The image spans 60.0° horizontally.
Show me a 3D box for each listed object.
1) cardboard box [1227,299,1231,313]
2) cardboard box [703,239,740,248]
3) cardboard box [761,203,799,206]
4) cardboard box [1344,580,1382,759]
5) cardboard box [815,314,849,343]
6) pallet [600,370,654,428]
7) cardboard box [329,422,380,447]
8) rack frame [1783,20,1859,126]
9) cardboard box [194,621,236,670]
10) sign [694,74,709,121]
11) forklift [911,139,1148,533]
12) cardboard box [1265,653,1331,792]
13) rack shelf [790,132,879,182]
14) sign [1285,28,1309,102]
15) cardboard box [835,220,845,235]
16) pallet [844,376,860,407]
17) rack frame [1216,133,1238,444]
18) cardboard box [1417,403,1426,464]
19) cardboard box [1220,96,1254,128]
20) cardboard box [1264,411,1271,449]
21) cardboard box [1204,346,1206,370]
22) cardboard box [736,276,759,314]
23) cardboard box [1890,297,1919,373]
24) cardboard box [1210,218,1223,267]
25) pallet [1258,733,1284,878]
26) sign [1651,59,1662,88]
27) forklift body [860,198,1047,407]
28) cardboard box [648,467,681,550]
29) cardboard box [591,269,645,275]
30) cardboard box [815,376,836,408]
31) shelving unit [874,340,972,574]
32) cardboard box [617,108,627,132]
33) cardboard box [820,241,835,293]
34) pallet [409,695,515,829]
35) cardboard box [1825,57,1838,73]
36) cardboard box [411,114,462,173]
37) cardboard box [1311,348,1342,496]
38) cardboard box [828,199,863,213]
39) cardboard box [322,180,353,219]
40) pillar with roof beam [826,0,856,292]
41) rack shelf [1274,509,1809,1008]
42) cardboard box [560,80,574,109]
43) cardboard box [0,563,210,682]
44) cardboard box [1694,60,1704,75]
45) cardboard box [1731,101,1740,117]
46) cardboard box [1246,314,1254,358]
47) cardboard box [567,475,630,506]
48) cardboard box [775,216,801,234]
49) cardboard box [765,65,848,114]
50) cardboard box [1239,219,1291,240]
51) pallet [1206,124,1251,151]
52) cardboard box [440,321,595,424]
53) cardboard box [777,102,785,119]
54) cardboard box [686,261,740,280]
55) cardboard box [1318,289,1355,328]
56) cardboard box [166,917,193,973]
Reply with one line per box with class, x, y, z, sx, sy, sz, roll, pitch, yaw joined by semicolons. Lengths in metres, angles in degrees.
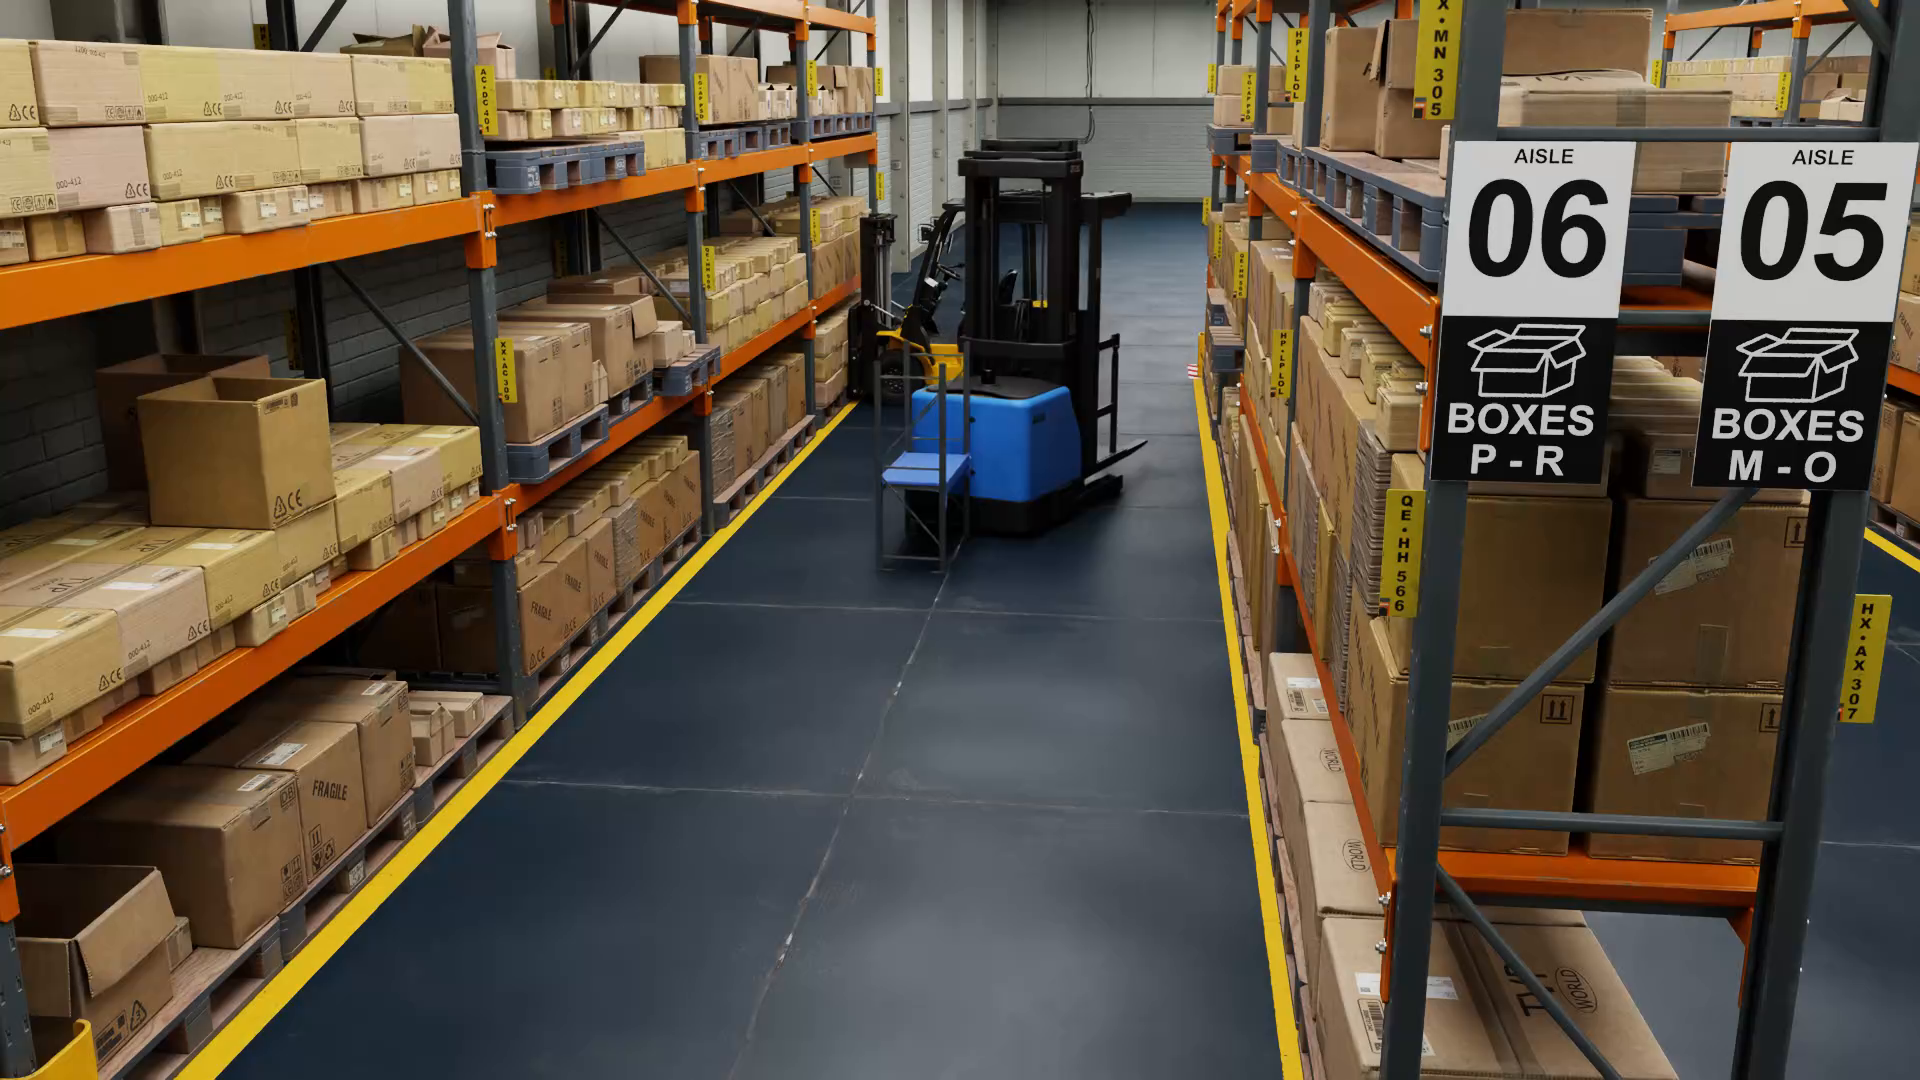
cardboard box;2.438;-1.995;13.970;0.380;0.149;0.250;2;15;8
cardboard box;-2.279;-2.738;15.609;0.380;0.149;0.250;1;15;4
cardboard box;-1.996;-3.658;18.438;0.380;0.149;0.250;1;15;5
cardboard box;1.498;0.417;5.183;0.500;0.500;0.500;1;15;5
cardboard box;-1.465;-2.266;17.843;0.500;0.250;0.500;2;15;8
pallet;-2.610;-0.895;10.594;1.003;0.211;1.213;2;15;6
cardboard box;-3.171;-0.406;8.133;0.500;0.250;0.500;2;15;6
rack frame;7.919;-5.161;14.509;1.000;3.000;0.127;2;15;6
cardboard box;-2.896;0.357;6.076;0.380;0.149;0.250;2;15;7
sign;-1.856;-3.173;11.915;0.100;0.325;0.005;2;15;6
forklift;0.728;-1.803;13.715;1.130;2.935;3.031;8;17;26
cardboard box;1.909;0.884;7.750;0.875;0.438;0.875;1;15;5
rack shelf;-1.718;-4.149;17.892;1.077;0.370;4.000;2;15;6
sign;1.546;-2.173;7.611;0.100;0.325;0.005;2;15;6
cardboard box;-1.452;-3.367;17.932;0.380;0.149;0.250;1;15;5
pallet;-1.677;-1.706;18.567;1.003;0.211;1.213;2;15;6
rack frame;2.989;-2.385;15.734;1.000;3.000;0.127;2;15;6
cardboard box;1.481;-0.282;4.608;0.380;0.149;0.250;2;15;7
cardboard box;2.433;-3.560;13.819;0.500;0.250;0.500;2;15;6
cardboard box;2.021;-0.623;9.509;0.500;0.250;0.500;1;15;5
cardboard box;3.074;-2.096;19.132;0.500;0.250;0.500;2;15;6
cardboard box;-1.968;-2.034;13.768;0.500;0.250;0.500;1;15;5
cardboard box;7.309;-1.530;12.382;0.500;0.500;0.500;2;15;6
cardboard box;3.000;-3.233;18.109;0.500;0.500;0.500;1;15;5
pallet;1.922;1.231;7.704;1.003;0.211;1.213;2;15;6
sign;7.819;-5.229;18.679;0.100;0.325;0.005;2;15;6
forklift body;0.106;-2.612;18.201;2.313;2.155;1.214;2;15;6
cardboard box;-2.296;-0.243;11.798;0.500;0.500;0.500;1;15;5
cardboard box;-2.641;-2.015;12.934;0.380;0.149;0.250;2;15;8
cardboard box;-1.560;-1.521;17.004;0.500;0.250;0.500;2;15;7
shelving unit;-0.260;-0.627;12.109;0.538;1.500;1.048;3;15;9
cardboard box;-2.362;-2.698;10.672;0.380;0.149;0.250;2;15;7
cardboard box;-1.592;-2.821;17.157;0.500;0.500;0.500;2;15;7
pallet;-2.925;1.069;8.304;1.003;0.211;1.213;2;15;6
cardboard box;8.354;-4.444;15.561;0.380;0.149;0.250;2;15;6
cardboard box;-2.652;-1.842;7.697;0.500;0.250;0.500;2;15;6
cardboard box;1.659;-0.461;6.513;0.500;0.500;0.500;2;15;7
cardboard box;-1.323;-3.840;19.111;0.380;0.149;0.250;2;15;8
cardboard box;-2.755;-1.415;6.883;0.380;0.149;0.250;2;15;8
pillar with roof beam;2.488;-7.739;24.042;9.100;9.000;0.400;2;15;6
rack shelf;1.860;0.556;6.237;1.077;0.370;4.000;2;15;6
cardboard box;-2.344;-2.444;9.124;0.380;0.149;0.250;1;15;5
cardboard box;-2.922;0.271;5.632;0.500;0.250;0.500;2;15;7
cardboard box;7.900;-4.924;17.338;0.380;0.149;0.250;1;15;5
cardboard box;7.756;-4.210;16.224;0.380;0.149;0.250;2;15;7
cardboard box;2.235;-1.392;11.393;0.500;0.250;0.500;2;15;6
cardboard box;-2.377;-0.323;10.852;0.380;0.149;0.250;1;15;4
cardboard box;-1.613;-3.109;16.408;0.380;0.149;0.250;2;15;7
cardboard box;-1.619;-4.781;17.656;0.797;0.503;0.637;2;15;8
cardboard box;2.442;-2.488;13.306;0.380;0.149;0.250;1;15;4
pallet;2.813;-3.585;14.787;1.213;0.211;1.003;2;15;6
cardboard box;-2.511;-0.959;9.467;0.700;0.500;0.500;2;15;7
cardboard box;-1.766;-3.813;14.757;0.380;0.149;0.250;2;15;6
cardboard box;-2.018;-2.199;13.613;0.380;0.149;0.250;2;15;7
cardboard box;1.780;-1.013;7.311;0.380;0.149;0.250;2;15;7
cardboard box;-3.048;1.491;6.058;0.380;0.149;0.250;1;15;4
